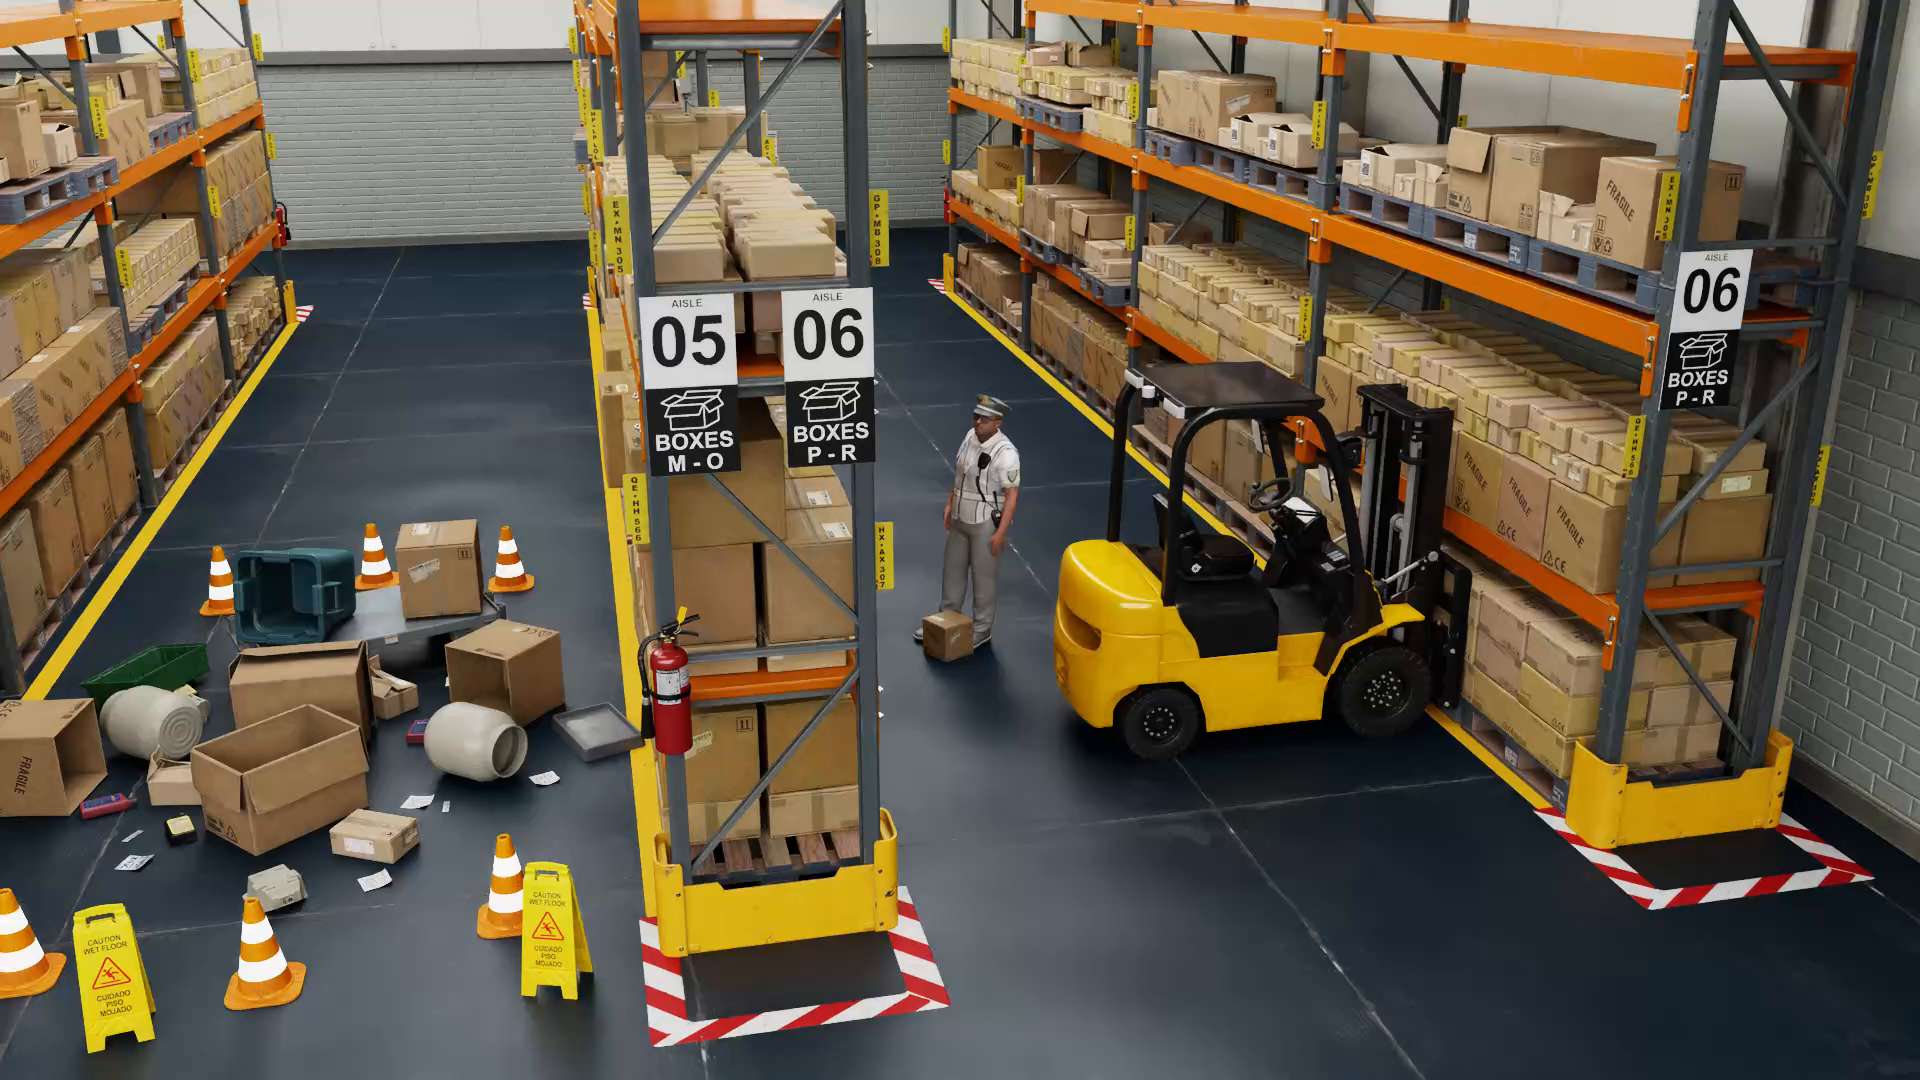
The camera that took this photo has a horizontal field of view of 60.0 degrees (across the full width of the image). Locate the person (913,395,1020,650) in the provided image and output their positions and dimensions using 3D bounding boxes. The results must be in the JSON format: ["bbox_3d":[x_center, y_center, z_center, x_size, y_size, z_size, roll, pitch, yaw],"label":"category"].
[{"bbox_3d":[0.066,-0.124,11.337,0.575,1.781,0.640,-14,24,-35],"label":"person"}]
